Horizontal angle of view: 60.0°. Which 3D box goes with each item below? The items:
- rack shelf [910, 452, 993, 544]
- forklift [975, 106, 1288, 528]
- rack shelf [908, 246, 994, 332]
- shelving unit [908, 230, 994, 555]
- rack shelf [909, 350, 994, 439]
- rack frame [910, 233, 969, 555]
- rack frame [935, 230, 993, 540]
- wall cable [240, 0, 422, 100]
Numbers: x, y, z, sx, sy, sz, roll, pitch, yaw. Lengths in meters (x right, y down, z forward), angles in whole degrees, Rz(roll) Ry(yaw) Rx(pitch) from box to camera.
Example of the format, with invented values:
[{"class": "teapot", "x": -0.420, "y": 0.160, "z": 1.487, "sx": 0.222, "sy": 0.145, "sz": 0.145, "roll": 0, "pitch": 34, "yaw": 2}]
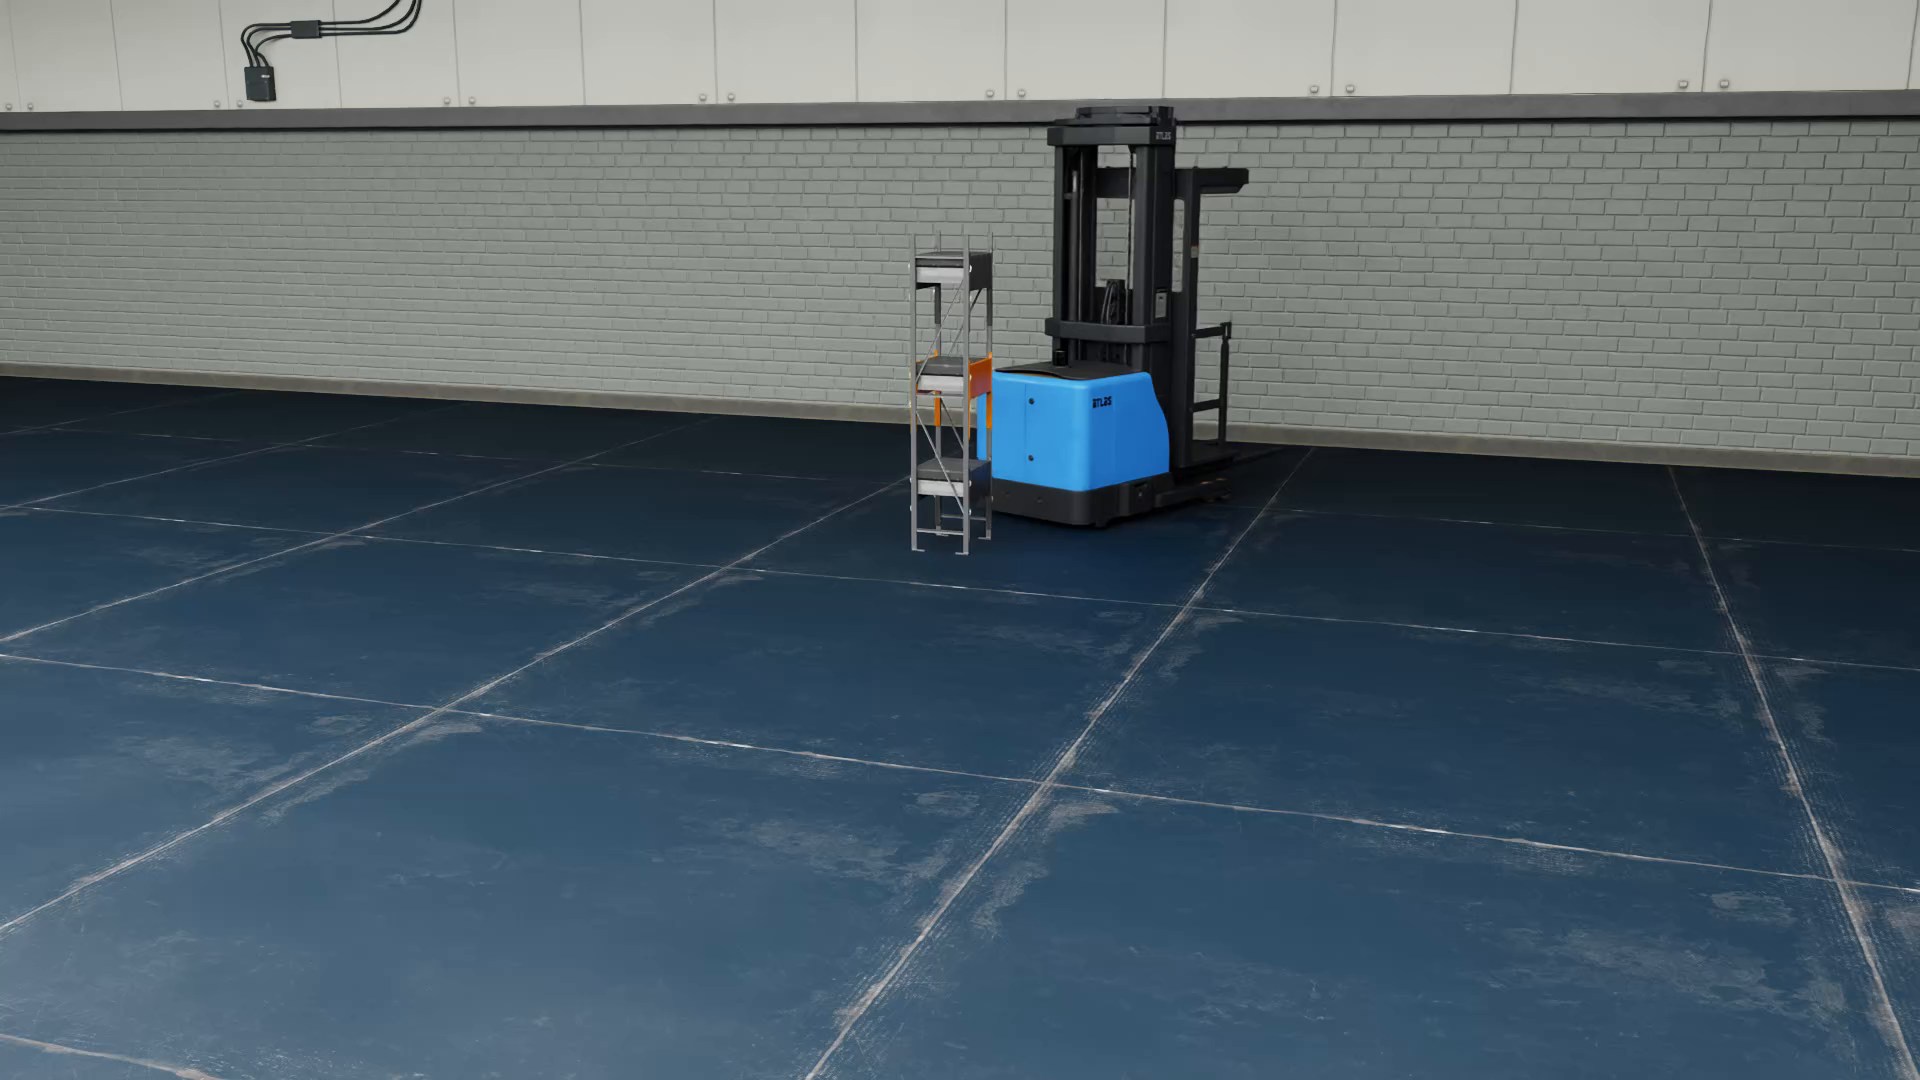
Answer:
[{"class": "rack shelf", "x": -0.054, "y": -0.293, "z": 11.260, "sx": 0.431, "sy": 0.518, "sz": 0.480, "roll": 4, "pitch": 14, "yaw": 18}, {"class": "forklift", "x": 1.471, "y": -1.780, "z": 12.698, "sx": 1.130, "sy": 2.935, "sz": 3.031, "roll": 11, "pitch": 17, "yaw": 41}, {"class": "rack shelf", "x": -0.054, "y": -1.658, "z": 10.949, "sx": 0.431, "sy": 0.518, "sz": 0.480, "roll": 4, "pitch": 14, "yaw": 18}, {"class": "shelving unit", "x": -0.054, "y": -0.989, "z": 11.102, "sx": 0.431, "sy": 2.100, "sz": 0.503, "roll": 4, "pitch": 14, "yaw": 18}, {"class": "rack shelf", "x": -0.054, "y": -0.976, "z": 11.105, "sx": 0.431, "sy": 0.518, "sz": 0.480, "roll": 4, "pitch": 14, "yaw": 18}, {"class": "rack frame", "x": -0.133, "y": -0.937, "z": 10.876, "sx": 0.400, "sy": 2.100, "sz": 0.015, "roll": 4, "pitch": 14, "yaw": 18}, {"class": "rack frame", "x": 0.025, "y": -1.040, "z": 11.327, "sx": 0.400, "sy": 2.100, "sz": 0.015, "roll": 4, "pitch": 14, "yaw": 18}, {"class": "wall cable", "x": -6.690, "y": -7.657, "z": 17.170, "sx": 2.305, "sy": 6.003, "sz": 0.169, "roll": 4, "pitch": 14, "yaw": 18}]
